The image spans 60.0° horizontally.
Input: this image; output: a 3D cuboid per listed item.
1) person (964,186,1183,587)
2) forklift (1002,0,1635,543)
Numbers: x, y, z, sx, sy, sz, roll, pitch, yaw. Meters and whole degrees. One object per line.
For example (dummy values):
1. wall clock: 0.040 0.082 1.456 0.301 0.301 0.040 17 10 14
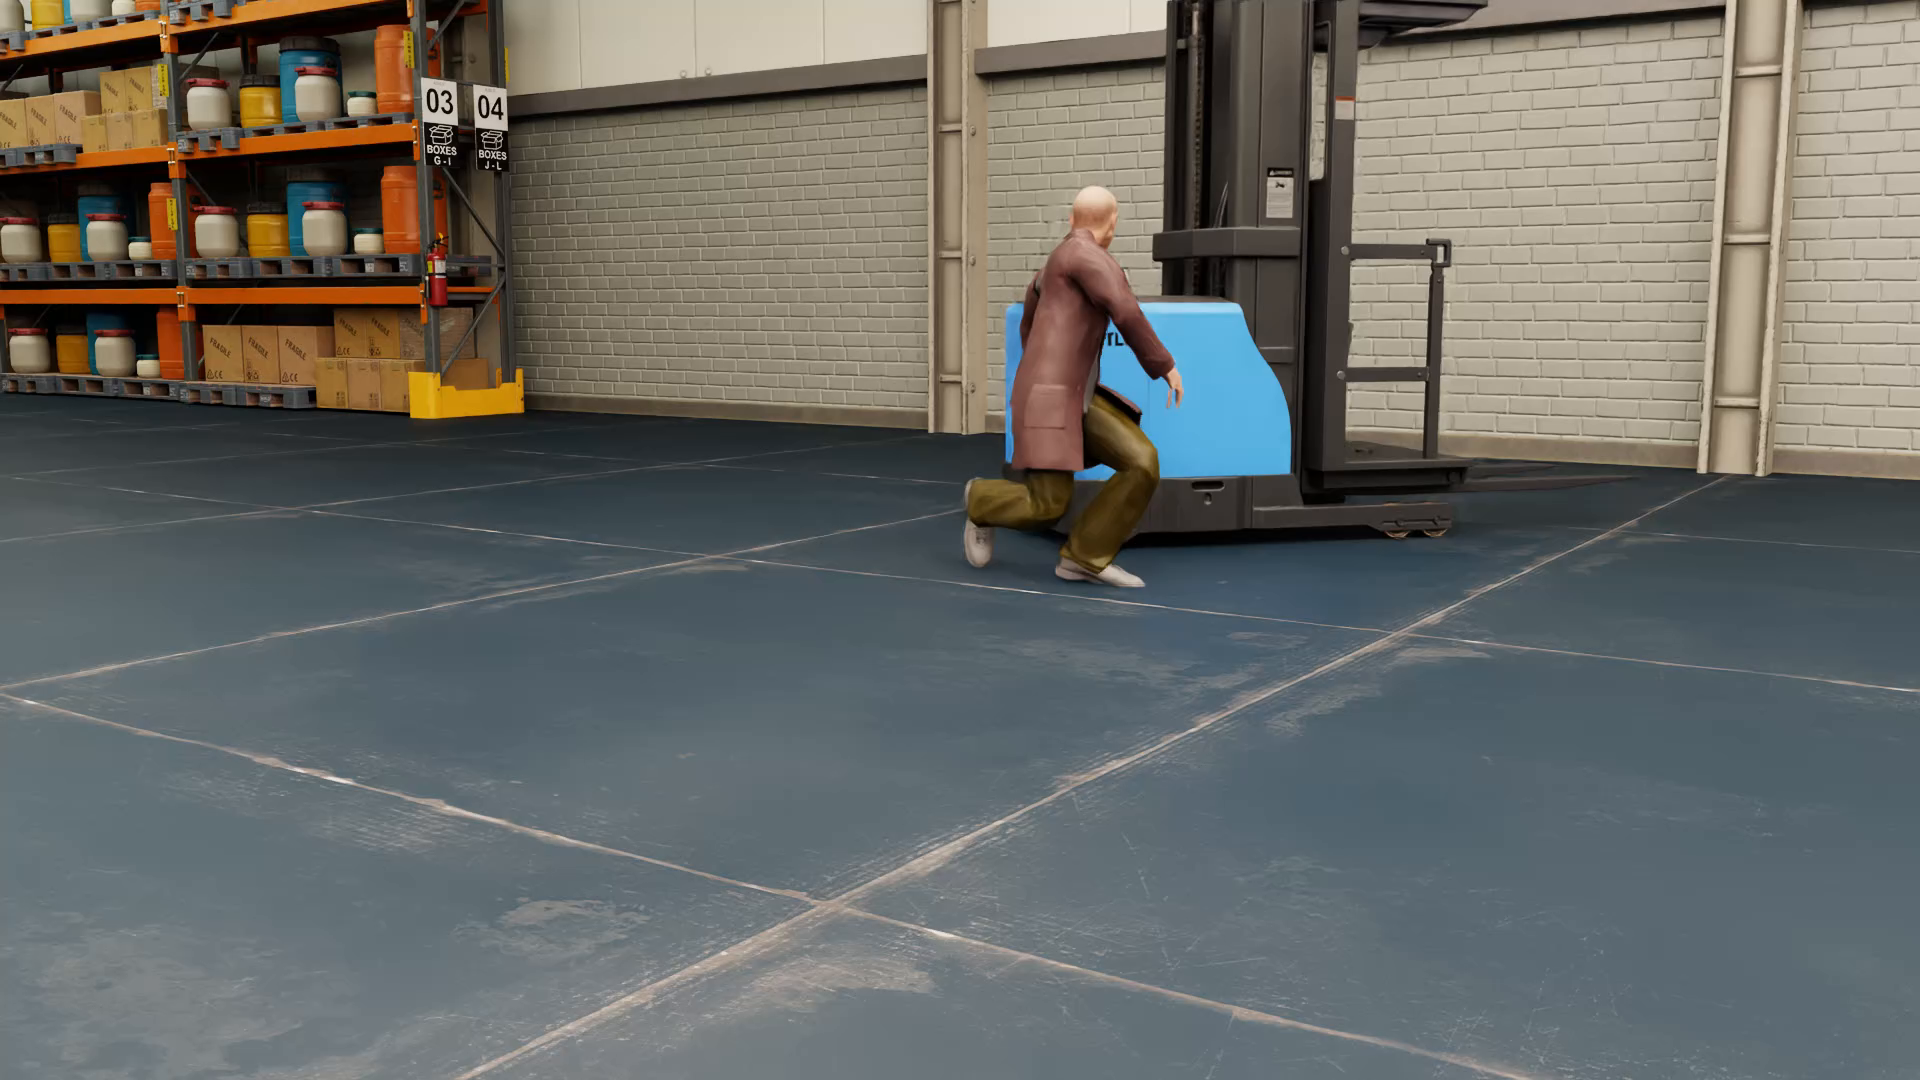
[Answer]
1. person: 0.414 -0.590 6.474 0.928 1.548 0.699 4 9 26
2. forklift: 1.781 -1.526 7.927 3.031 2.935 1.130 -2 8 -16
